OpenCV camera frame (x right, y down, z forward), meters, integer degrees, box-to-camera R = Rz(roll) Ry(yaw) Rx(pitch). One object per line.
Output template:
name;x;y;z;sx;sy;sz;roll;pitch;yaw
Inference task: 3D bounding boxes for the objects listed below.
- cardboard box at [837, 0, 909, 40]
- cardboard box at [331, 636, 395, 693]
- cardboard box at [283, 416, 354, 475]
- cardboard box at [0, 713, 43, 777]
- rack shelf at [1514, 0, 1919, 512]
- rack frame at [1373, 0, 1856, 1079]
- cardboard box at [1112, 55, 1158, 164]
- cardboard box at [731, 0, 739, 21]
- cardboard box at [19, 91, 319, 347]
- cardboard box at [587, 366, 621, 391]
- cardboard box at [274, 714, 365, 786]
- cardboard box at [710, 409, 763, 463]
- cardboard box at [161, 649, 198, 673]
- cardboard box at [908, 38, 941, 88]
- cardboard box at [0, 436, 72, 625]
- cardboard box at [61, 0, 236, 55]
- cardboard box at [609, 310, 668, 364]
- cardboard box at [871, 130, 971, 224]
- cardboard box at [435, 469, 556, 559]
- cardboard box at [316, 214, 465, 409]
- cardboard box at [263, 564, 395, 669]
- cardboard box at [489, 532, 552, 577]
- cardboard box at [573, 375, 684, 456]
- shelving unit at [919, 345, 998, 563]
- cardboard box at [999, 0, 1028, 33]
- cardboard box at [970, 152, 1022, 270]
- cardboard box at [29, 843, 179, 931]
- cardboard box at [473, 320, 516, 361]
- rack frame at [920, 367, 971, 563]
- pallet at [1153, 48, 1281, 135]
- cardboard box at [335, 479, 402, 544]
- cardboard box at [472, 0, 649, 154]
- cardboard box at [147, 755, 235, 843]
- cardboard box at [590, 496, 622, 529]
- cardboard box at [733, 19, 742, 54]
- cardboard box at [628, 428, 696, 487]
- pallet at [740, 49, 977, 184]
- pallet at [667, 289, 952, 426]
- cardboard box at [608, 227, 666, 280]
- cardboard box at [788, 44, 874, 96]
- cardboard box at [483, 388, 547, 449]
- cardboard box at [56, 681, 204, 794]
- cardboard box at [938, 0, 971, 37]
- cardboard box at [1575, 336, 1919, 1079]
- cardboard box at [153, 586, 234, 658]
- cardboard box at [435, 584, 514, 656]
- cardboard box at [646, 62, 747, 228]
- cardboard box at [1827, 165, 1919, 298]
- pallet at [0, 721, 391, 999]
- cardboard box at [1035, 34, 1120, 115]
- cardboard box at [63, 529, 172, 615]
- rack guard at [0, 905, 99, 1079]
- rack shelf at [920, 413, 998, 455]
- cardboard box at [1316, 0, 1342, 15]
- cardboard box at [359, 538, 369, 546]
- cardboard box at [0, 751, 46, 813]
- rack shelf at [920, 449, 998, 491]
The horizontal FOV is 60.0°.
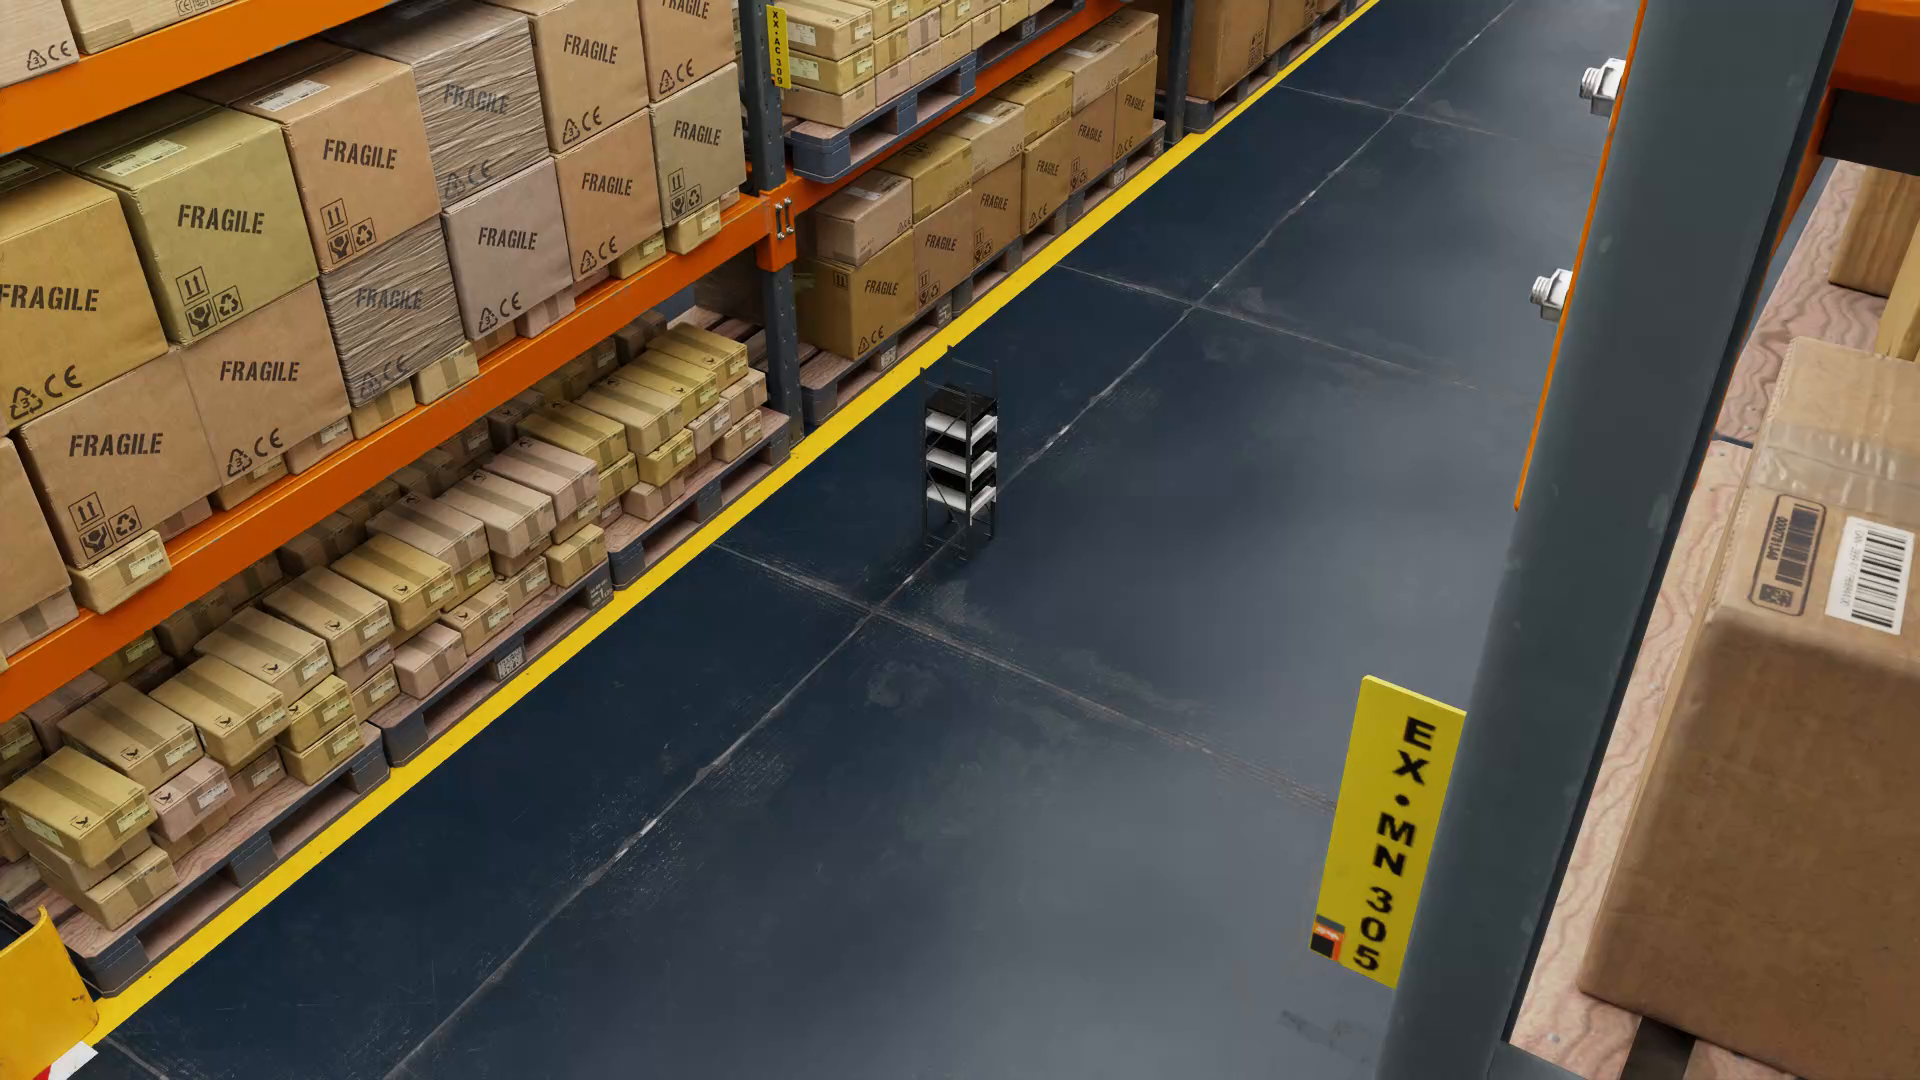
cardboard box;-0.445;-2.297;7.147;0.380;0.149;0.250;22;43;26
cardboard box;-2.292;0.383;6.044;0.380;0.149;0.250;19;42;23
cardboard box;-2.245;-0.388;5.502;0.380;0.149;0.250;20;42;24
cardboard box;-3.262;0.638;5.470;0.380;0.149;0.250;22;43;26
rack shelf;1.874;-1.023;2.123;1.077;0.370;4.000;21;42;25
rack frame;0.800;-0.436;0.445;0.949;2.616;0.053;21;42;25
cardboard box;0.823;-2.610;9.882;0.500;0.500;0.500;21;42;25
cardboard box;-1.138;-2.369;7.241;0.380;0.149;0.250;23;43;27
cardboard box;-2.304;-0.955;4.887;0.500;0.500;0.500;20;42;24
cardboard box;-1.713;-0.709;7.460;0.380;0.149;0.250;21;43;25
cardboard box;-2.352;0.676;5.908;0.380;0.149;0.250;22;43;26
cardboard box;-1.111;-0.519;7.458;0.380;0.149;0.250;22;43;26
cardboard box;-2.782;0.372;6.058;0.380;0.149;0.250;21;42;25
cardboard box;-0.308;-2.188;7.493;0.380;0.149;0.250;21;43;25
cardboard box;-2.858;-0.032;4.509;0.500;0.500;0.500;23;43;27
cardboard box;-2.324;-1.550;4.470;0.500;0.250;0.500;20;42;24
cardboard box;-1.548;-0.959;7.541;0.380;0.149;0.250;23;43;27
cardboard box;-0.286;-1.839;8.268;0.500;0.250;0.500;22;43;26
cardboard box;-1.796;-0.104;6.432;0.380;0.149;0.250;20;42;24
cardboard box;-2.051;-0.830;5.544;0.500;0.500;0.500;20;42;24
cardboard box;-2.255;0.270;5.947;0.380;0.149;0.250;23;43;27
cardboard box;-1.850;-0.031;6.580;0.380;0.149;0.250;19;42;23
cardboard box;-1.390;-0.525;6.978;0.380;0.149;0.250;21;42;25
shelving unit;-0.004;-0.352;6.970;0.258;0.900;0.210;21;42;25
cardboard box;0.106;-2.590;8.015;0.380;0.149;0.250;20;42;24
cardboard box;-0.017;-1.814;8.850;0.500;0.500;0.500;22;43;26
cardboard box;-2.780;1.064;5.405;0.380;0.149;0.250;22;43;26
cardboard box;-1.844;-0.797;6.033;0.380;0.149;0.250;21;42;24
rack frame;-0.059;-0.300;6.902;0.240;0.900;0.006;21;42;25
pallet;1.441;-3.135;11.144;1.003;0.211;1.213;21;42;25
cardboard box;-2.407;-0.162;6.507;0.380;0.149;0.250;21;42;25
cardboard box;-1.484;-1.750;5.919;0.500;0.500;0.500;20;42;24
cardboard box;-2.639;0.802;5.500;0.380;0.149;0.250;21;42;25
cardboard box;-1.651;-0.160;6.991;0.380;0.149;0.250;20;42;24
cardboard box;-1.142;-2.250;7.330;0.380;0.149;0.250;23;43;26
cardboard box;-1.352;-0.397;7.056;0.380;0.149;0.250;20;42;24
pallet;-0.656;-2.066;7.631;1.003;0.211;1.213;21;42;25
pallet;-0.772;-1.093;8.495;1.003;0.211;1.213;21;42;25
cardboard box;-1.383;-1.186;6.537;0.380;0.149;0.250;23;43;27
cardboard box;-0.589;-2.033;7.049;0.380;0.149;0.250;22;43;26
cardboard box;-1.960;-0.548;7.008;0.380;0.149;0.250;20;42;24
cardboard box;-2.718;0.653;5.450;0.380;0.149;0.250;22;43;26
cardboard box;-0.175;-2.435;7.570;0.380;0.149;0.250;19;42;23
cardboard box;1.036;0.222;1.541;0.700;0.500;0.500;19;41;23
cardboard box;-2.855;0.239;5.987;0.380;0.149;0.250;19;42;23
cardboard box;-1.963;0.262;6.445;0.380;0.149;0.250;21;42;25
cardboard box;-1.209;-1.612;6.558;0.500;0.500;0.500;21;42;25
cardboard box;1.885;-0.633;2.650;0.700;0.500;0.500;23;43;27
pallet;-2.826;0.924;5.878;1.003;0.211;1.213;21;42;25
cardboard box;0.548;-2.629;9.293;0.500;0.250;0.500;22;43;26
cardboard box;-2.590;0.040;4.947;0.380;0.149;0.250;20;42;24
rack guard;-3.291;1.217;5.262;1.175;0.500;0.348;21;42;25
rack shelf;-0.004;-0.468;6.880;0.258;0.077;0.200;21;42;25
cardboard box;2.321;-4.350;11.934;1.050;0.750;0.750;21;42;25
cardboard box;-2.469;-0.071;6.633;0.380;0.149;0.250;22;43;26
cardboard box;-3.290;0.746;5.573;0.380;0.149;0.250;20;42;24
rack shelf;-0.004;-0.326;6.990;0.258;0.077;0.200;21;42;25
